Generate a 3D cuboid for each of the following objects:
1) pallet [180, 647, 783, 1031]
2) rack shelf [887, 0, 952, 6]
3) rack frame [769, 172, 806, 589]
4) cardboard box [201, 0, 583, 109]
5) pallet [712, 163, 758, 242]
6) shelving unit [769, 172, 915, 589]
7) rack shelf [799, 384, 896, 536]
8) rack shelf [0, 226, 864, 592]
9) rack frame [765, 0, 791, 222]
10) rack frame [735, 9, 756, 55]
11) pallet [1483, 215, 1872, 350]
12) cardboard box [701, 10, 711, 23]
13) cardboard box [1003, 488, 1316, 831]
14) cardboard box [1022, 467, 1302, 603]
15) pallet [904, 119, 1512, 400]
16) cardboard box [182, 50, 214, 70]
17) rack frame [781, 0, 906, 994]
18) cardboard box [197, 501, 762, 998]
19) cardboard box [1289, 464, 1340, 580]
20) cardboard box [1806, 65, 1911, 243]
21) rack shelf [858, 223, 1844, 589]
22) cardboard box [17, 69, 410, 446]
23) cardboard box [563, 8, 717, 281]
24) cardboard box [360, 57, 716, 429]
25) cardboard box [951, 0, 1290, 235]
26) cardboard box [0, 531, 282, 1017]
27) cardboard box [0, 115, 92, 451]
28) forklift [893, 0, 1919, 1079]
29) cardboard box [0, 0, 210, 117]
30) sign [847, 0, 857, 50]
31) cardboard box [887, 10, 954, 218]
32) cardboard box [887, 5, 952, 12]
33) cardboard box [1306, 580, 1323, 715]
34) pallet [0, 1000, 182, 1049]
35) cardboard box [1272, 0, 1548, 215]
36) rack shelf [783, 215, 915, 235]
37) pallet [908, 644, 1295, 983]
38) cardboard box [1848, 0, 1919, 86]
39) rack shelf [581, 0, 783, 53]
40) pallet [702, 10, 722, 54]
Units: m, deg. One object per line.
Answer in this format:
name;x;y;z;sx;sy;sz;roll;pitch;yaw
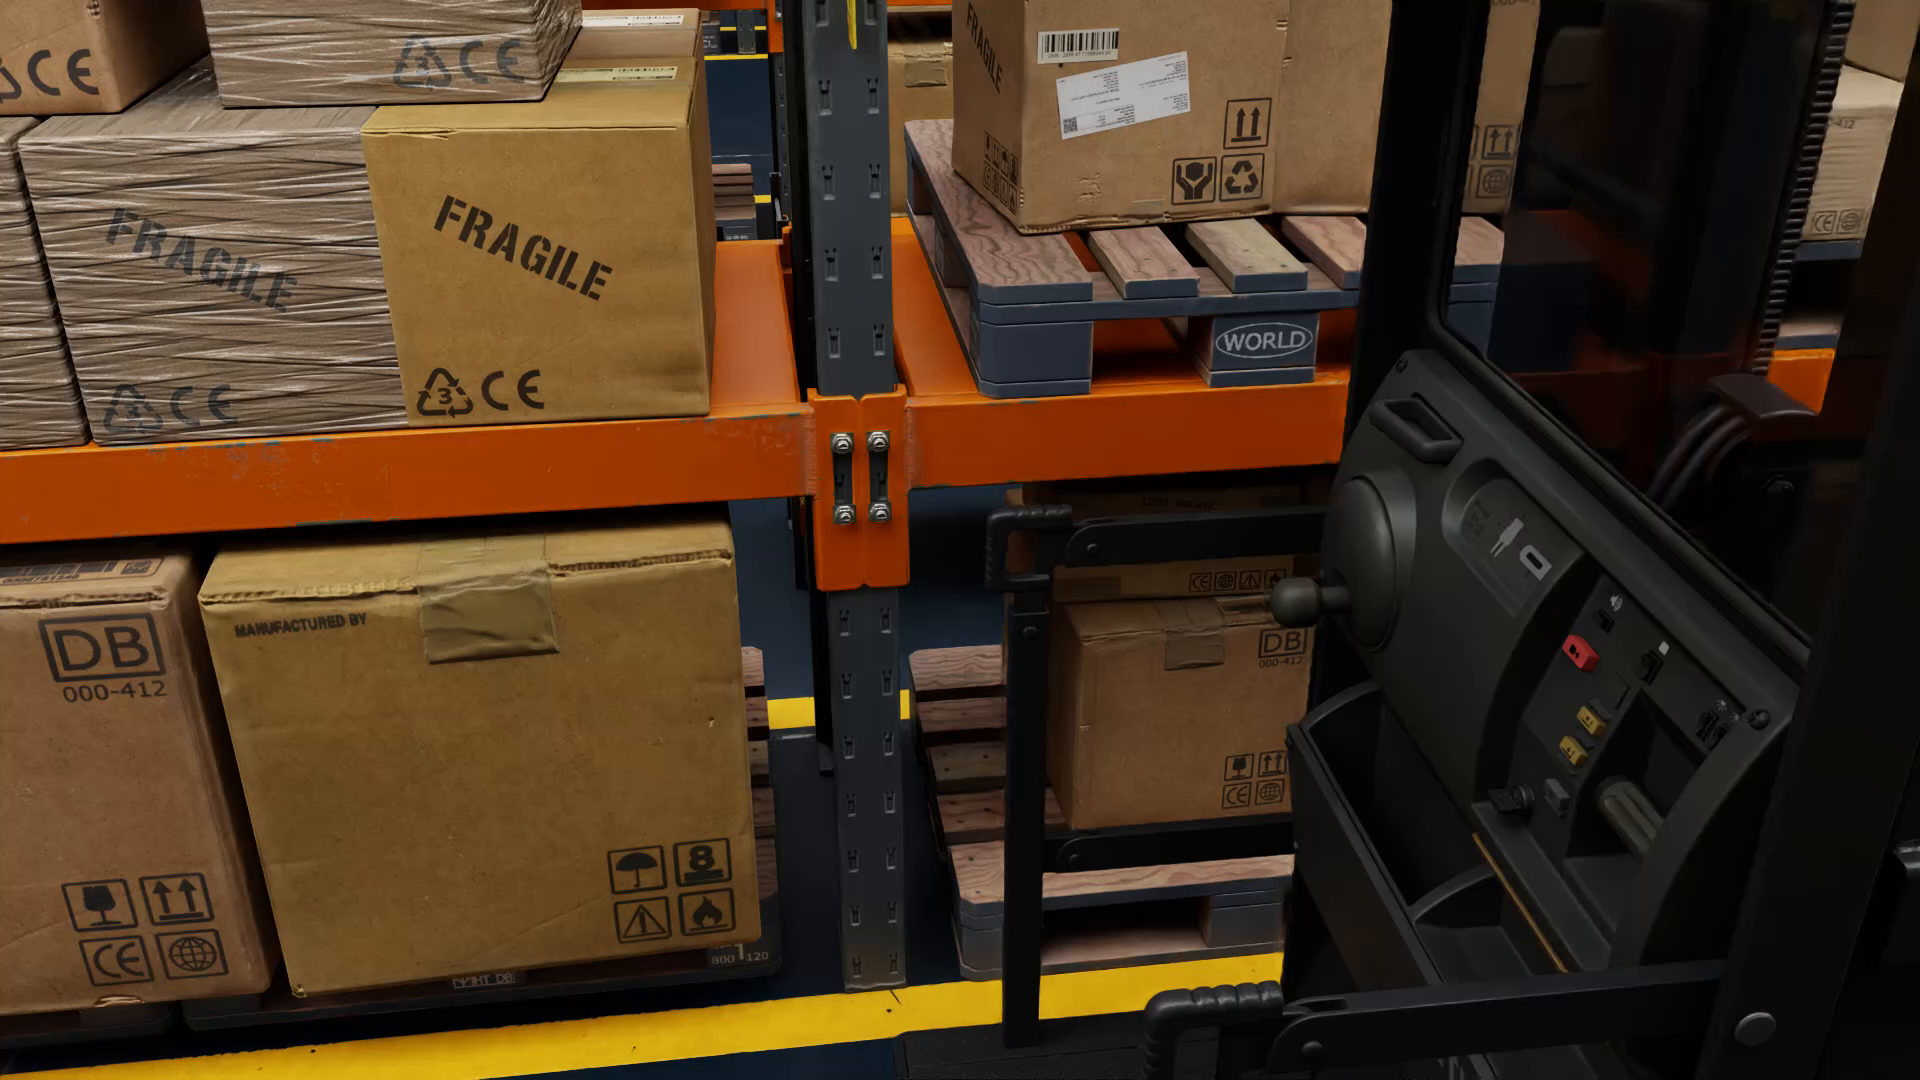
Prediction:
pallet;-1.034;0.628;3.795;1.213;0.211;1.003;-4;27;-7
rack shelf;1.146;-2.685;7.984;4.000;0.370;1.077;-4;27;-7
rack frame;-0.510;-0.468;4.929;0.032;1.125;0.500;-4;27;-7
cardboard box;-0.969;-1.080;2.861;0.637;0.503;0.797;-3;27;-5
pallet;-1.608;-1.588;8.113;1.213;0.211;1.003;-4;27;-7
shelving unit;-0.007;-0.500;4.992;1.048;1.125;0.538;-4;27;-7
rack shelf;-0.007;-0.282;5.104;1.000;0.278;0.538;-4;27;-7
rack shelf;-2.224;-0.181;3.106;4.000;0.370;1.077;-4;27;-7
rack frame;-0.834;-2.877;7.572;0.127;3.000;1.000;-4;27;-7
rack frame;-1.624;-5.109;11.921;0.127;3.000;1.000;-4;27;-7
pallet;1.711;-0.688;3.515;1.213;0.211;1.003;-4;27;-7
cardboard box;-2.319;-4.344;12.298;0.875;0.875;0.875;-4;27;-8
cardboard box;0.417;0.236;3.761;0.500;0.500;0.700;-5;28;-10
cardboard box;0.416;-0.102;3.598;0.500;0.250;0.500;-3;27;-5
pallet;0.448;-0.637;3.416;1.003;0.211;1.213;-4;27;-7
cardboard box;-1.273;-0.732;3.280;0.500;0.500;0.500;-4;27;-9
rack frame;-0.243;-0.629;3.190;0.127;3.000;1.000;-4;27;-7
cardboard box;-0.929;0.164;3.512;0.875;0.875;1.225;-5;28;-10
cardboard box;0.940;-0.141;3.673;0.500;0.250;0.500;-1;27;-1
cardboard box;1.449;-0.752;3.133;0.500;0.250;0.500;-4;27;-9
rack shelf;1.737;-0.436;3.602;4.000;0.370;1.077;-4;27;-7
cardboard box;-1.192;-0.501;2.831;0.500;0.500;0.500;-4;27;-8
cardboard box;-0.762;-0.765;3.346;0.500;0.500;0.500;-3;27;-6
cardboard box;-0.697;-0.530;2.887;0.500;0.500;0.500;-3;27;-6
cardboard box;0.286;-0.913;3.173;0.500;0.500;0.500;-7;28;-13
cardboard box;-1.813;0.217;3.408;0.875;0.875;1.225;-4;27;-7
cardboard box;-1.706;-0.466;2.764;0.500;0.500;0.500;-5;28;-9
forklift;0.427;0.071;1.901;3.031;2.935;1.130;-3;27;-7
cardboard box;-1.615;-1.040;2.783;0.637;0.503;0.797;-3;27;-6
sign;-0.163;-0.893;2.437;0.005;0.325;0.100;-4;27;-7
cardboard box;-0.219;-2.061;7.986;0.750;0.750;1.050;-4;27;-8
cardboard box;-0.333;-4.208;12.585;0.625;0.372;0.950;-4;27;-8
cardboard box;0.965;0.195;3.841;0.500;0.500;0.700;-6;28;-11
pallet;-2.240;0.704;3.647;1.213;0.211;1.003;-4;27;-7
cardboard box;0.825;-0.993;3.330;0.500;0.500;0.700;0;27;1
rack shelf;-0.007;-0.760;4.859;1.000;0.278;0.538;-4;27;-7
pallet;0.531;0.563;3.922;1.213;0.211;1.003;-4;27;-7
cardboard box;2.014;-0.964;3.270;0.637;0.503;0.797;-1;27;-2
rack shelf;-2.815;-2.430;7.488;4.000;0.370;1.077;-4;27;-7
pallet;-2.415;-3.852;12.526;1.213;0.211;1.003;-4;27;-7
